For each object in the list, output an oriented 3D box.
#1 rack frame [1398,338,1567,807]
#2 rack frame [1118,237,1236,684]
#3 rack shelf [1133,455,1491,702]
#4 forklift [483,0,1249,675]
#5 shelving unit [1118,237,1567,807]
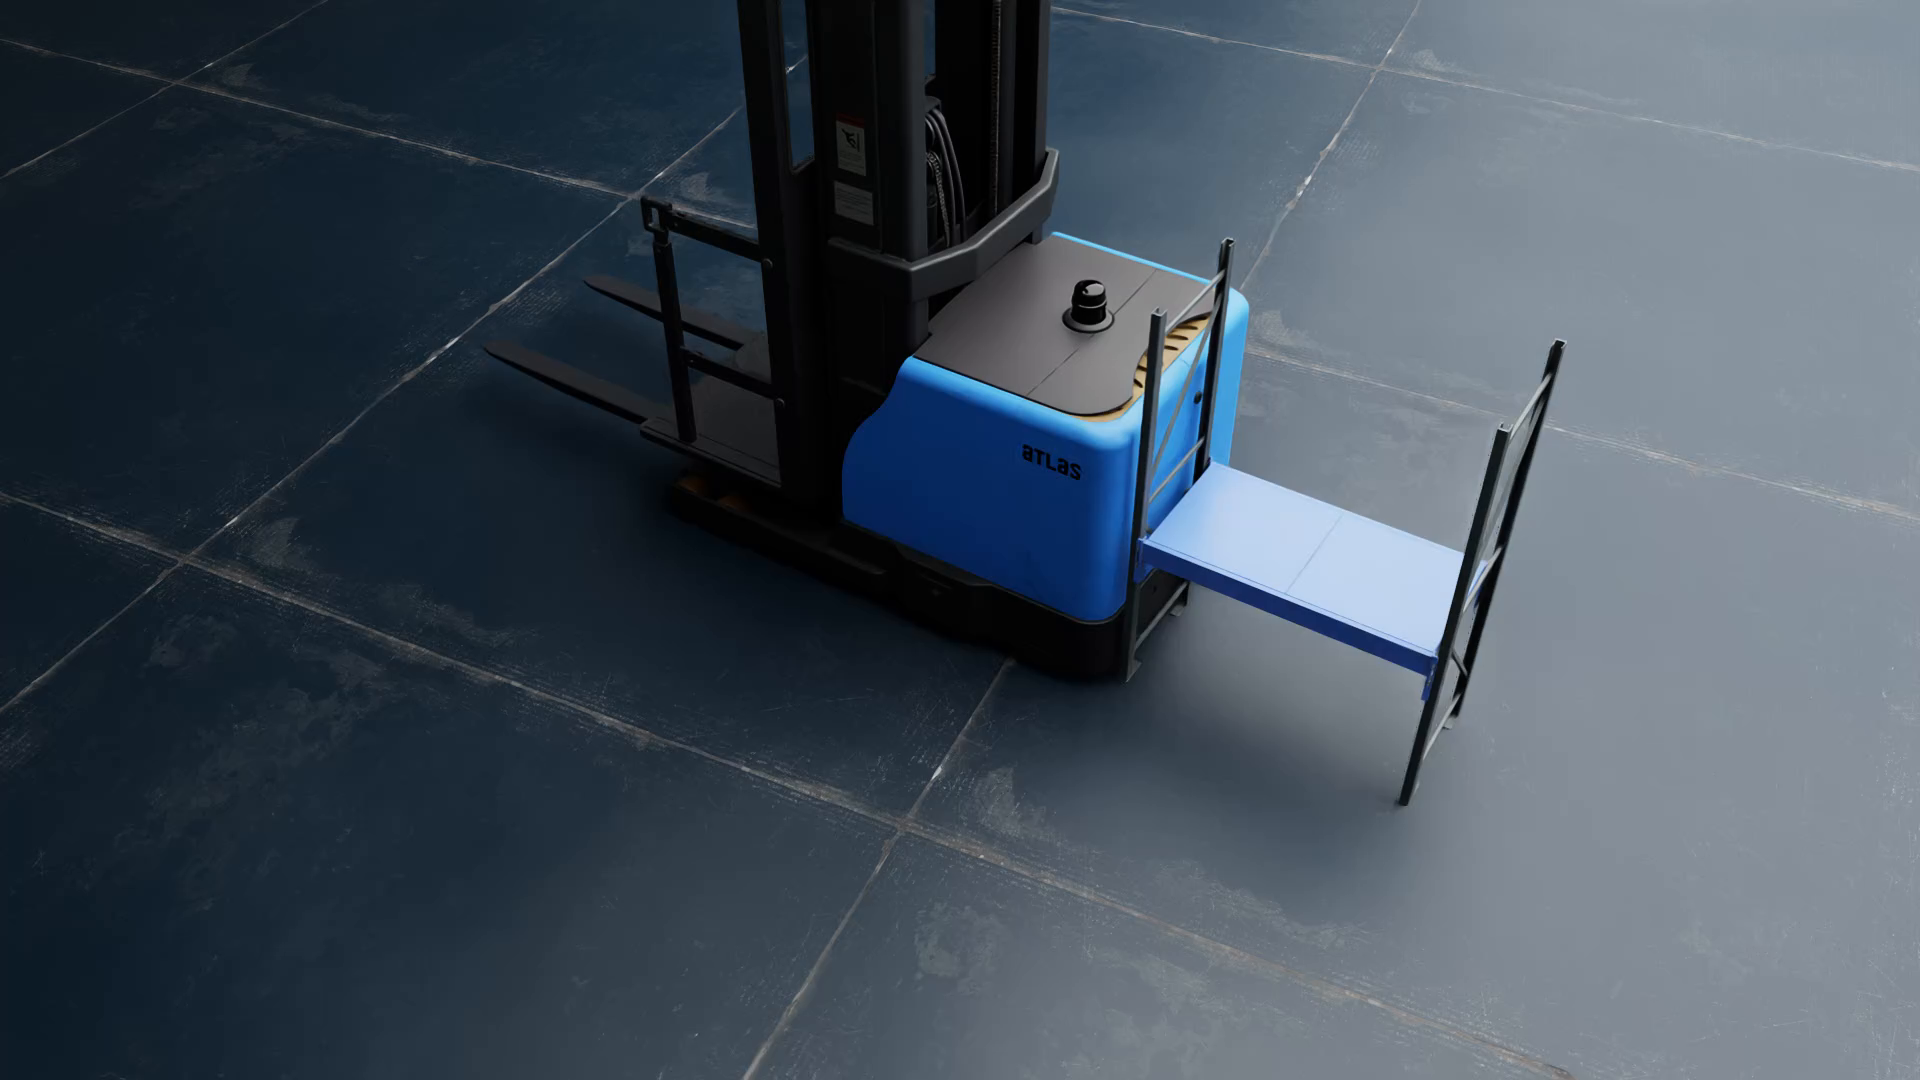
[{"bbox_3d":[1.551,0.143,4.989,0.032,1.500,0.500,23,46,24],"label":"rack frame"},{"bbox_3d":[0.694,-0.215,5.402,0.032,1.500,0.500,23,46,24],"label":"rack frame"},{"bbox_3d":[1.123,0.100,5.313,1.000,0.185,0.538,23,46,24],"label":"rack shelf"},{"bbox_3d":[-0.521,-1.390,5.665,3.031,2.935,1.130,23,46,24],"label":"forklift"},{"bbox_3d":[1.123,-0.036,5.196,1.048,1.500,0.538,23,46,24],"label":"shelving unit"}]
